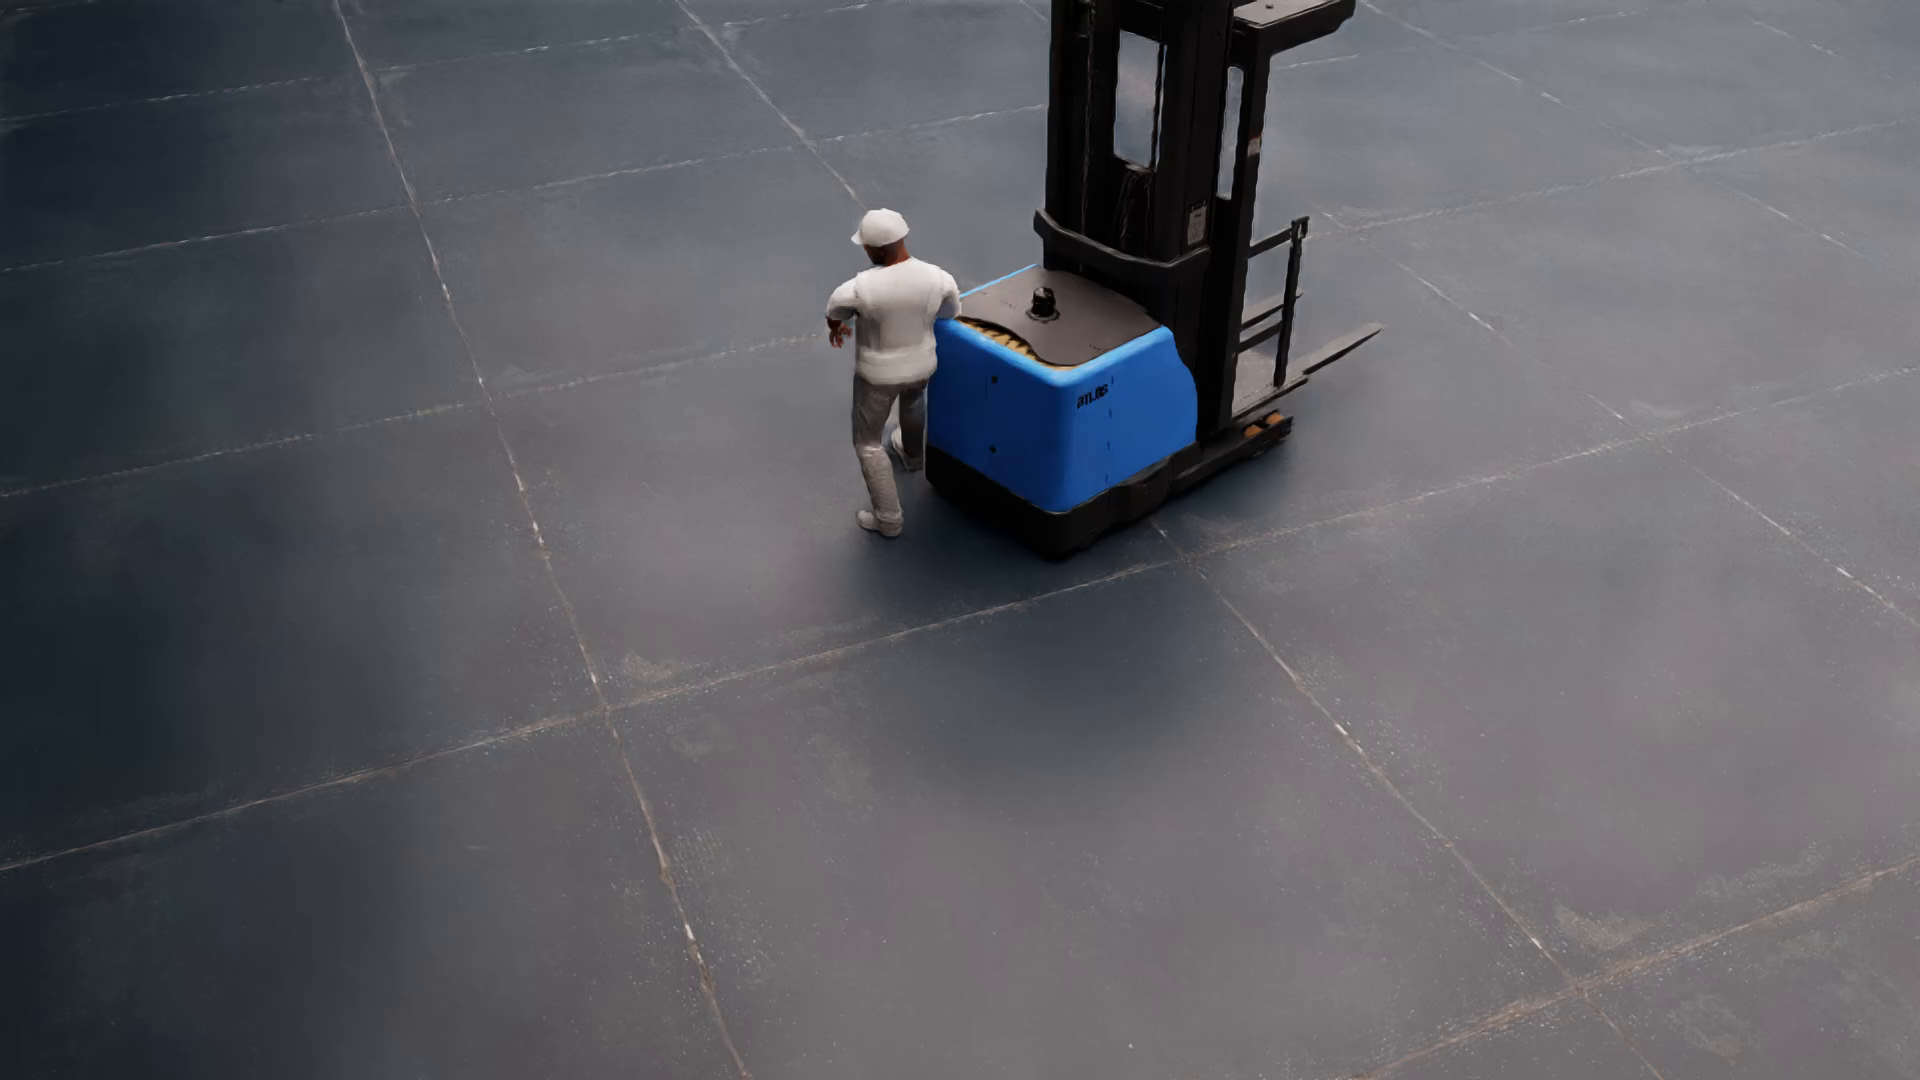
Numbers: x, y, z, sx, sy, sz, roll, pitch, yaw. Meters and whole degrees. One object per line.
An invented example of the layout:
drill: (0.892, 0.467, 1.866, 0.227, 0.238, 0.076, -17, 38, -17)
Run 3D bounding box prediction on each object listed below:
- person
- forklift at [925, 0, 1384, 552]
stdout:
person: (-0.317, -0.946, 8.534, 0.728, 1.704, 0.833, -15, 38, -20)
forklift: (1.236, -1.865, 8.721, 3.031, 2.935, 1.130, -28, 44, -34)
